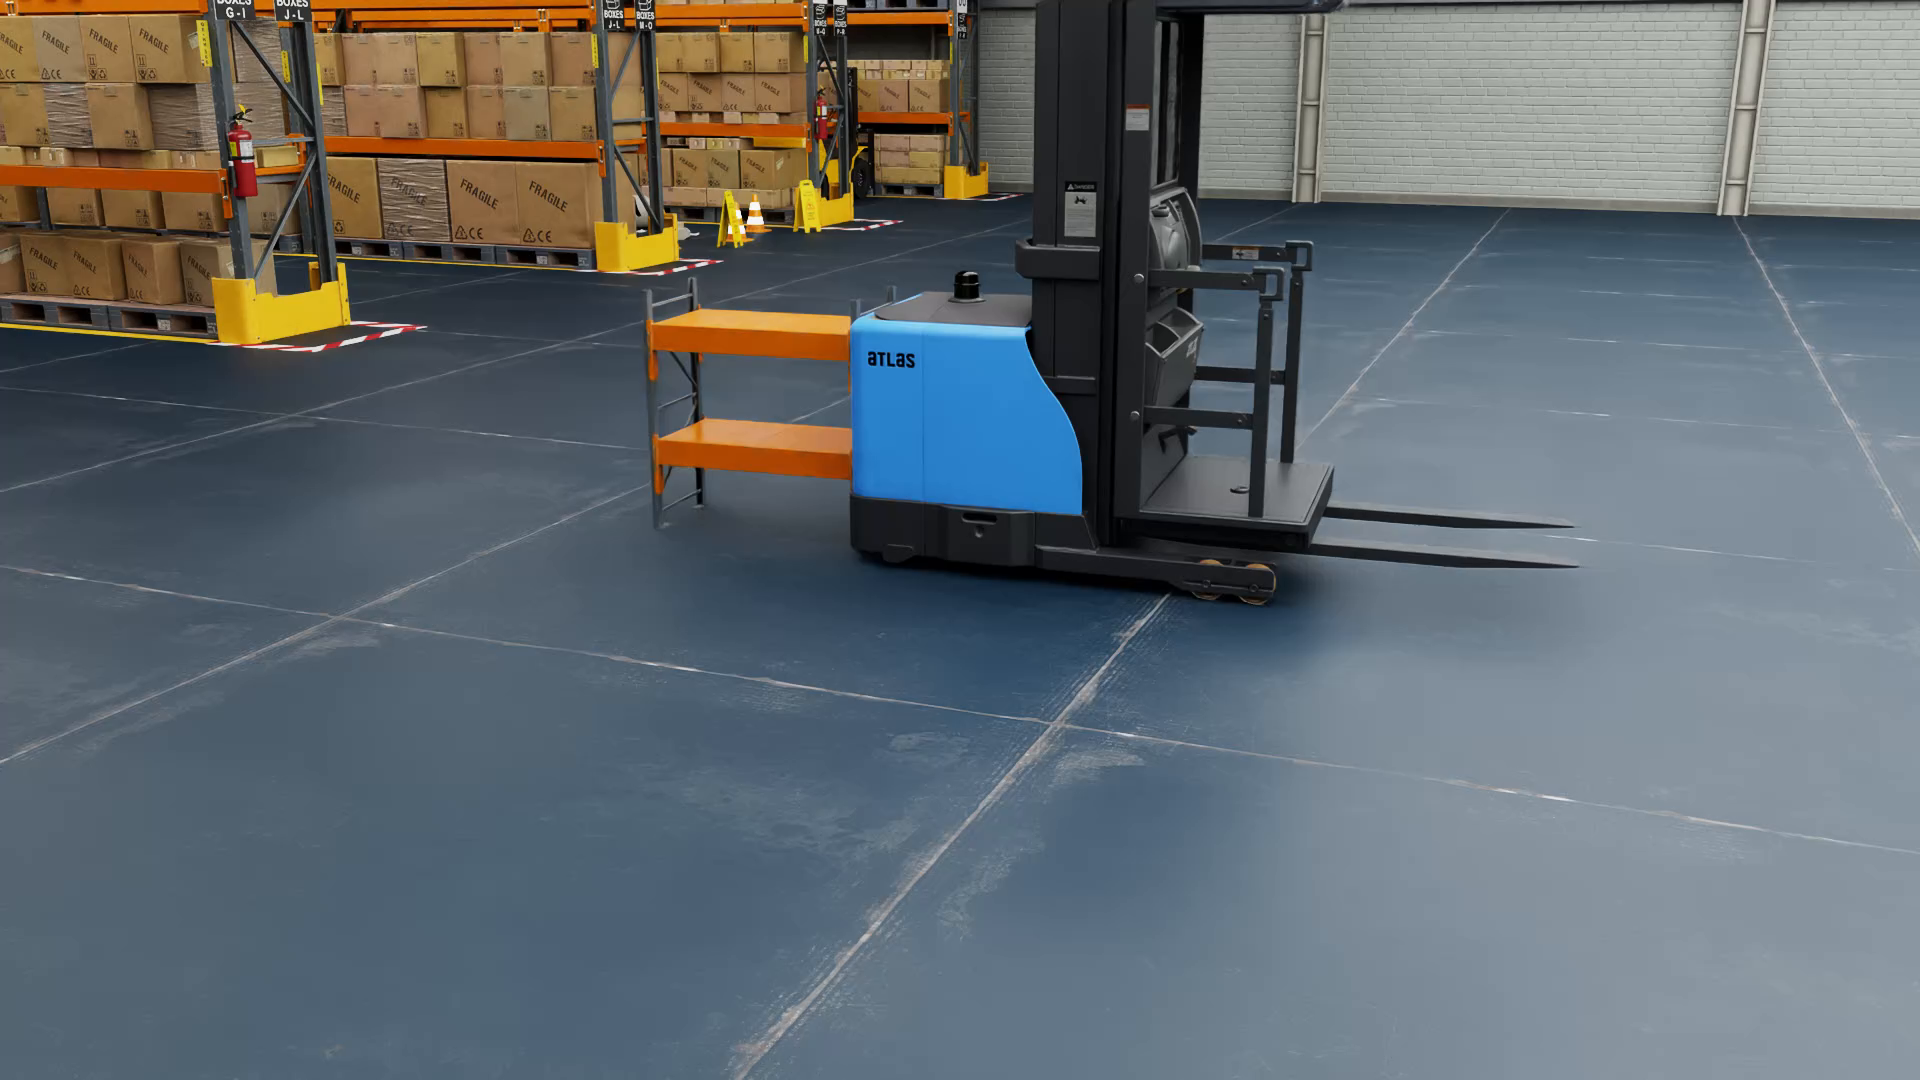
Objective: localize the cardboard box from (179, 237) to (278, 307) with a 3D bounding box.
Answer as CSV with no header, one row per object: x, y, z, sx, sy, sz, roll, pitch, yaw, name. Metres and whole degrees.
-5.949,-2.181,13.537,0.500,0.500,0.500,10,19,31,cardboard box

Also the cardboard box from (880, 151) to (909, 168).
-0.951,-6.114,26.635,0.500,0.250,0.500,6,17,20,cardboard box

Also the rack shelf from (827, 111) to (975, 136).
-1.781,-6.829,27.106,4.000,0.370,1.077,6,17,21,rack shelf

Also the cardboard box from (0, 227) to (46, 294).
-8.203,-2.414,14.340,0.500,0.500,0.500,13,21,38,cardboard box

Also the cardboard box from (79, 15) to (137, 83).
-6.444,-3.825,12.962,0.500,0.500,0.500,6,17,21,cardboard box

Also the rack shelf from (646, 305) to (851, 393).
-0.870,-0.892,7.679,1.000,0.278,0.538,5,17,17,rack shelf

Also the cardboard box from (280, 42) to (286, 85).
-7.646,-5.375,18.834,0.500,0.500,0.700,6,17,20,cardboard box

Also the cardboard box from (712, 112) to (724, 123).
-3.109,-5.654,22.221,0.250,0.149,0.380,7,17,21,cardboard box

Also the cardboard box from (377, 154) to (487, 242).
-5.782,-3.805,18.457,0.875,0.875,0.875,6,17,21,cardboard box

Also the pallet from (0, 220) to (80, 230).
-11.629,-3.947,20.892,1.213,0.211,1.003,6,17,21,pallet

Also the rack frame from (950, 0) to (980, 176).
0.079,-6.970,26.301,0.127,3.000,1.000,6,17,21,rack frame

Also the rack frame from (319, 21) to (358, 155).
-9.180,-6.500,24.685,0.127,3.000,1.000,6,17,21,rack frame

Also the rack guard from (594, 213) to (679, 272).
-3.438,-3.185,17.748,0.348,0.500,1.175,6,17,21,rack guard

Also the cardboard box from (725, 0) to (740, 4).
-2.862,-7.062,21.690,0.250,0.149,0.380,6,17,21,cardboard box

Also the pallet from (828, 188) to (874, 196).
-1.778,-5.823,27.354,1.213,0.211,1.003,6,17,21,pallet

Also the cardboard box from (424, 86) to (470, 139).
-5.325,-4.670,18.111,0.500,0.550,0.875,6,17,21,cardboard box

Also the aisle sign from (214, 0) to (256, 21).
-5.427,-4.276,12.360,0.004,0.787,0.394,6,17,21,aisle sign

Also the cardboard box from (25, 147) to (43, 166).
-7.356,-3.137,13.548,0.250,0.149,0.380,6,17,21,cardboard box

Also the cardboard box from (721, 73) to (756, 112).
-2.808,-5.909,21.936,0.500,0.500,0.500,6,17,21,cardboard box

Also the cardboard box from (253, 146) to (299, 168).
-5.552,-3.082,13.361,0.250,0.149,0.380,6,17,21,cardboard box

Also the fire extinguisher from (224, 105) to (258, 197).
-5.437,-2.943,12.571,0.183,0.674,0.296,6,17,21,fire extinguisher

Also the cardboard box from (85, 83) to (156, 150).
-6.385,-3.386,13.244,0.500,0.500,0.875,6,17,21,cardboard box

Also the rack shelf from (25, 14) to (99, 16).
-14.762,-8.209,26.481,4.000,0.370,1.077,6,17,21,rack shelf

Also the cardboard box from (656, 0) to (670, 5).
-3.823,-7.157,22.018,0.250,0.149,0.380,6,17,21,cardboard box

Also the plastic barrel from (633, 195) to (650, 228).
-4.215,-4.263,21.600,0.512,0.421,0.421,-9,18,-27,plastic barrel

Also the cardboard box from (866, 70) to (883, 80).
-1.306,-7.396,26.428,0.250,0.149,0.380,6,17,19,cardboard box

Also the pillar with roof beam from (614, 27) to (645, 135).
-7.399,-9.653,24.784,0.400,9.000,9.100,6,17,21,pillar with roof beam

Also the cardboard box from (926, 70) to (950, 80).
-0.346,-7.292,26.069,0.250,0.149,0.380,7,17,21,cardboard box

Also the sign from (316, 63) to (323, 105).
-5.176,-3.668,13.377,0.005,0.325,0.100,6,17,21,sign

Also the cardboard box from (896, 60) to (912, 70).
-0.825,-7.491,26.221,0.250,0.149,0.380,7,17,22,cardboard box

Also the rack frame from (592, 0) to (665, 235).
-3.461,-4.388,17.408,0.127,3.000,1.000,6,17,21,rack frame

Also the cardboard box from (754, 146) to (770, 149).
-2.898,-5.132,22.805,0.500,0.500,0.500,6,17,19,cardboard box

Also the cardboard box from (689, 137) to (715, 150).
-3.423,-5.323,22.300,0.250,0.149,0.380,7,18,23,cardboard box

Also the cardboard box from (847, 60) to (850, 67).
-1.760,-7.610,26.629,0.250,0.149,0.380,7,17,21,cardboard box

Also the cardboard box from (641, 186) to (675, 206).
-4.014,-4.737,22.788,0.500,0.250,0.500,6,17,20,cardboard box

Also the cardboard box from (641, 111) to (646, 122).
-4.098,-5.722,22.454,0.250,0.149,0.380,6,17,21,cardboard box

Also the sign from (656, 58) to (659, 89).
-3.251,-4.985,17.770,0.005,0.325,0.100,6,17,21,sign

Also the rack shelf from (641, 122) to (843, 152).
-3.599,-5.541,22.671,4.000,0.370,1.077,6,17,21,rack shelf

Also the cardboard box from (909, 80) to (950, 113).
-0.475,-7.000,26.226,0.500,0.500,0.500,6,17,19,cardboard box

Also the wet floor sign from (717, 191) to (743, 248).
-2.707,-3.768,19.495,0.232,0.644,0.267,3,17,11,wet floor sign

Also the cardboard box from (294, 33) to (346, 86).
-6.851,-5.341,18.485,0.550,0.550,0.875,6,17,21,cardboard box

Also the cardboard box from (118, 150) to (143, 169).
-6.426,-3.034,13.196,0.250,0.149,0.380,6,17,21,cardboard box

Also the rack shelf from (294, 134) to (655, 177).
-5.321,-4.247,18.213,4.000,0.370,1.077,6,17,21,rack shelf

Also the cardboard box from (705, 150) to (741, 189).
-3.066,-4.990,22.316,0.500,0.500,0.500,7,18,23,cardboard box

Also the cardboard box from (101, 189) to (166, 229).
-9.555,-4.153,19.882,0.750,0.750,1.050,7,17,21,cardboard box

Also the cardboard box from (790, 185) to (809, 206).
-2.387,-4.717,22.722,0.500,0.250,0.500,6,17,20,cardboard box

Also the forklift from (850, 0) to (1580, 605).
1.092,-1.309,6.926,3.031,2.935,1.130,5,17,17,forklift

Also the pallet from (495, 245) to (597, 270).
-4.233,-3.110,18.009,1.213,0.211,1.003,6,17,21,pallet

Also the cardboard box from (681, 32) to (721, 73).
-3.274,-6.428,21.929,0.500,0.500,0.700,6,17,20,cardboard box

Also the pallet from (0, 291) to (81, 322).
-8.458,-2.122,14.606,1.213,0.211,1.003,6,17,21,pallet

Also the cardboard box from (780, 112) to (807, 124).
-2.165,-5.544,21.841,0.250,0.149,0.380,7,18,22,cardboard box

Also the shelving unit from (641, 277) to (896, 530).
-0.870,-0.611,7.761,1.048,1.125,0.538,5,17,17,shelving unit

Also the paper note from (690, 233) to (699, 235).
-3.348,-3.837,20.834,0.142,0.019,0.148,0,16,1,paper note

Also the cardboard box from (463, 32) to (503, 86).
-4.808,-5.151,17.832,0.550,0.550,0.875,6,17,21,cardboard box

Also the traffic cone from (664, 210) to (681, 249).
-3.434,-3.592,19.217,0.334,0.463,0.336,6,17,21,traffic cone

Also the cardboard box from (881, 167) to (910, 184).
-0.933,-5.870,26.693,0.500,0.250,0.500,6,17,21,cardboard box
